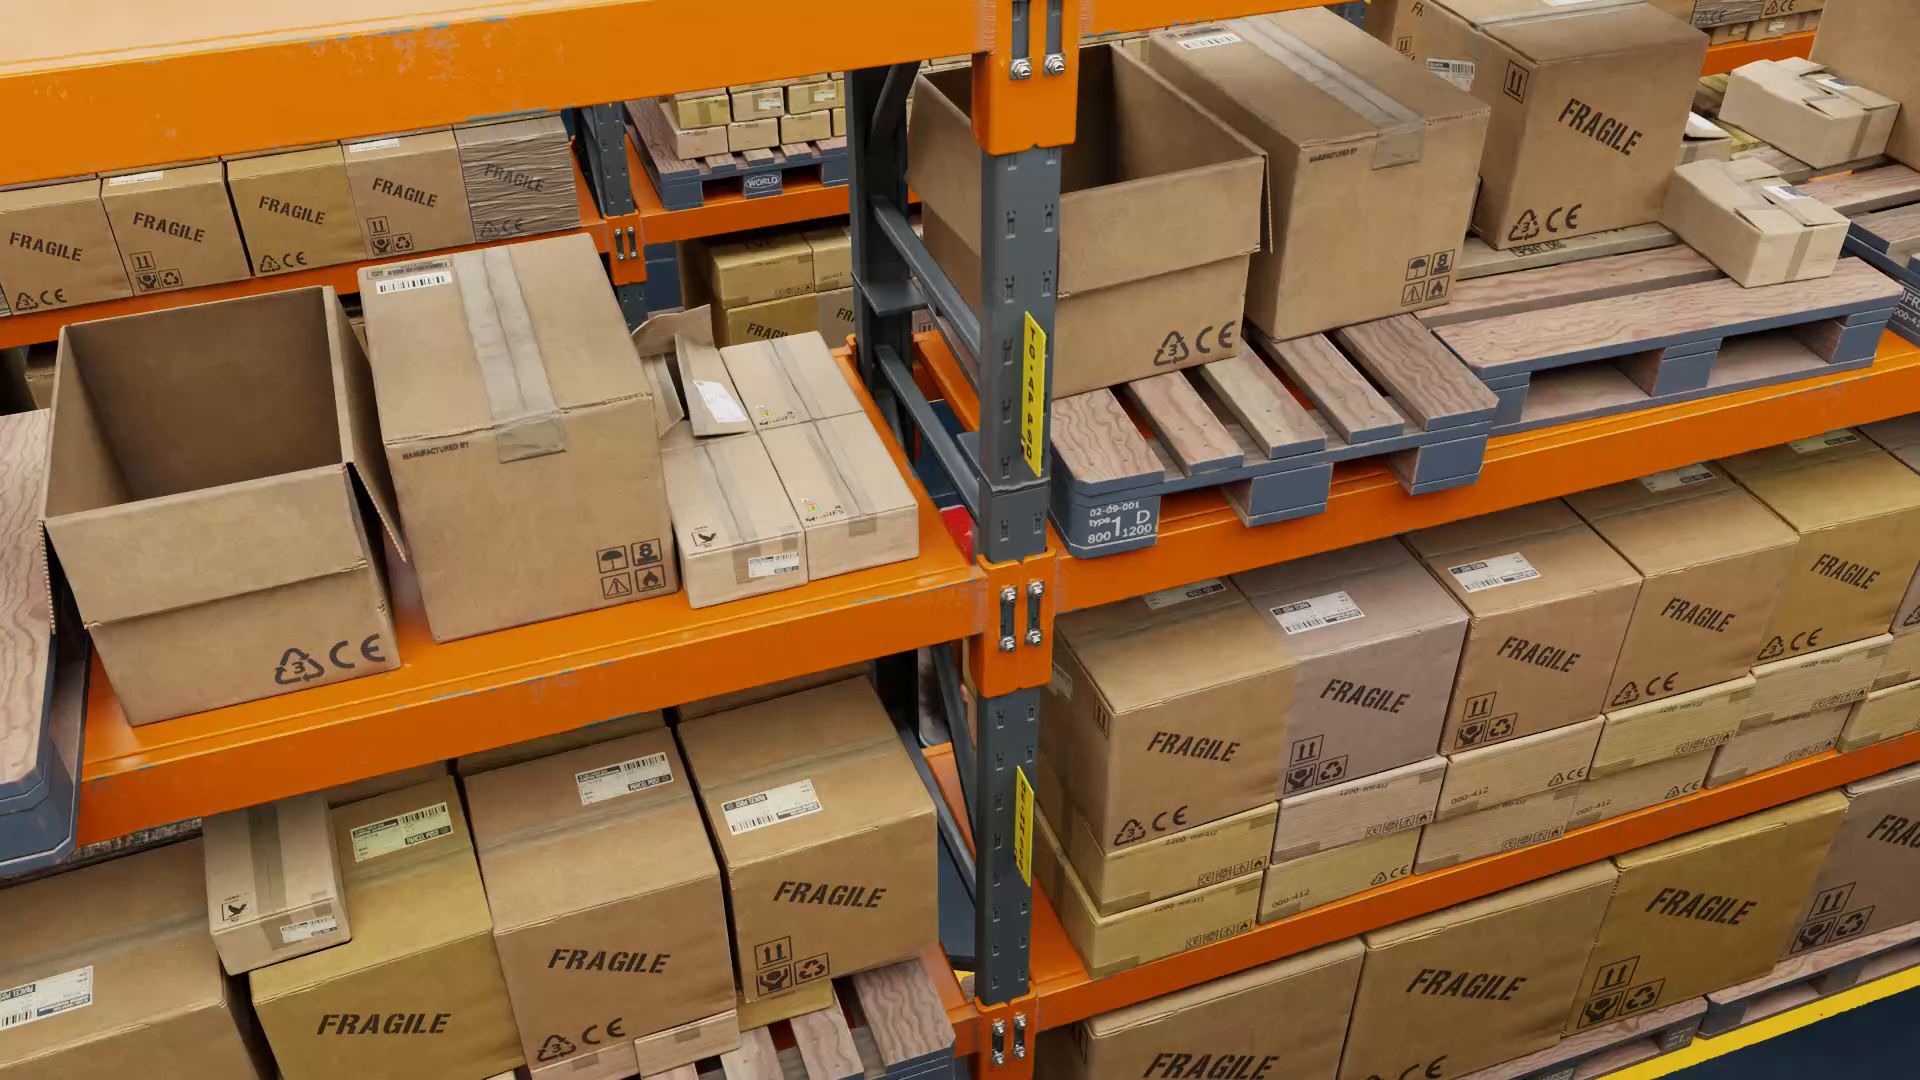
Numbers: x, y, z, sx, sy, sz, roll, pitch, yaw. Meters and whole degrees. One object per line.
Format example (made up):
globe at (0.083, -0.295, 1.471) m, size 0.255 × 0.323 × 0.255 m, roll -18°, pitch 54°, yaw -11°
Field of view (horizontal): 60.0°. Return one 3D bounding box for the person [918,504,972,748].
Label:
person at (0.080, 0.355, 6.633) m, size 0.477 × 1.374 × 0.875 m, roll -13°, pitch 39°, yaw -17°
